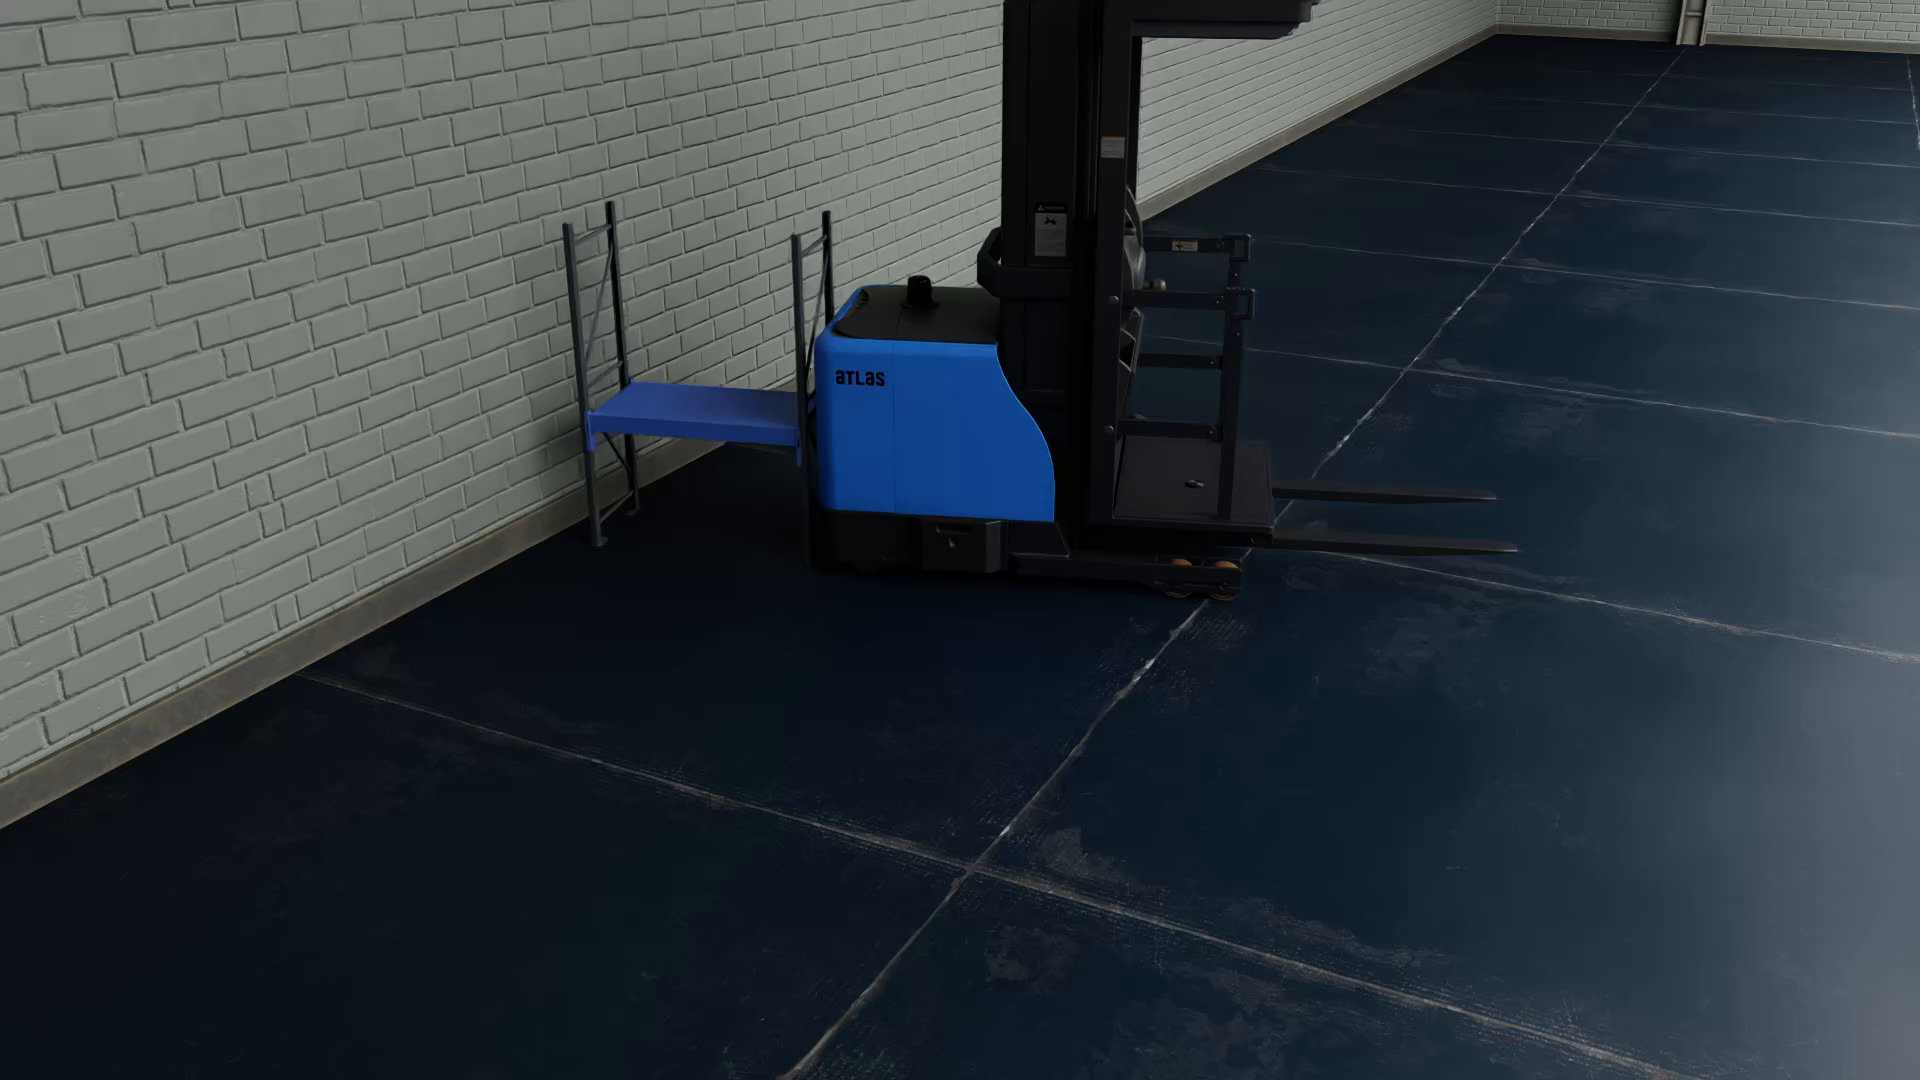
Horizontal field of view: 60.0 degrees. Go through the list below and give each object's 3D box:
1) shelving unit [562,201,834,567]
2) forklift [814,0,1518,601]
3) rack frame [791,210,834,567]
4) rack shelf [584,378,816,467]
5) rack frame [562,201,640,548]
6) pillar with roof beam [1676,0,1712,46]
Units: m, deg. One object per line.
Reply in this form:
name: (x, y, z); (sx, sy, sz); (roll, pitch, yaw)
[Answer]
shelving unit: (-1.131, -0.708, 7.498); (1.048, 1.500, 0.538); (5, 23, 11)
forklift: (0.925, -1.311, 7.088); (3.031, 2.935, 1.130); (3, 23, 8)
rack frame: (-0.634, -0.667, 7.401); (0.032, 1.500, 0.500); (5, 23, 11)
rack shelf: (-1.131, -0.542, 7.569); (1.000, 0.185, 0.538); (5, 23, 11)
rack frame: (-1.629, -0.749, 7.595); (0.032, 1.500, 0.500); (5, 23, 11)
pillar with roof beam: (9.460, -10.386, 20.673); (0.400, 9.000, 9.100); (11, 25, 25)
